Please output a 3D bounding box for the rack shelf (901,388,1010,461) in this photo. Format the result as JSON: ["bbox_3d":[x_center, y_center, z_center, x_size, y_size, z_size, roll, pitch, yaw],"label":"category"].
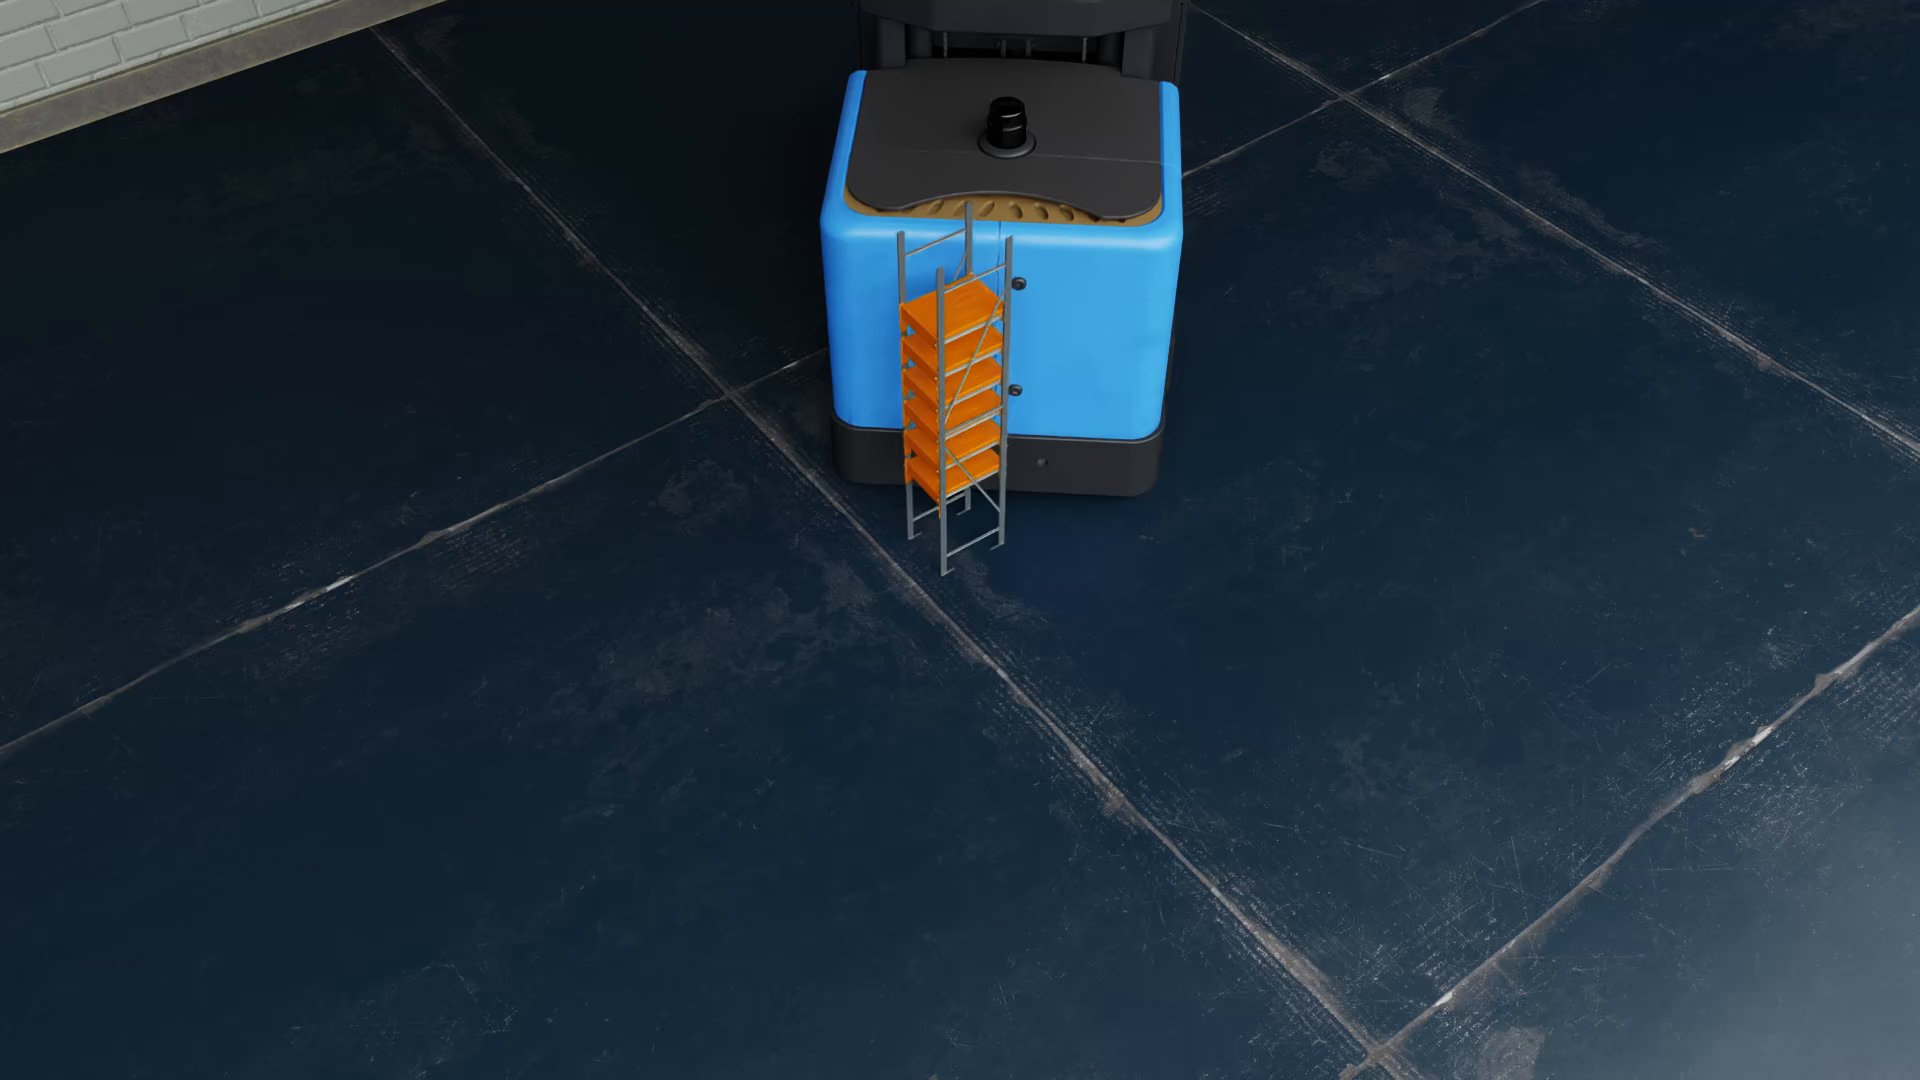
[{"bbox_3d":[-0.013,-0.367,4.833,0.258,0.103,0.180,-27,53,-23],"label":"rack shelf"}]

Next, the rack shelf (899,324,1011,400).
[{"bbox_3d":[-0.013,-0.528,4.655,0.258,0.103,0.180,-27,53,-23],"label":"rack shelf"}]

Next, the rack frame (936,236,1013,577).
[{"bbox_3d":[0.039,-0.341,4.749,0.240,1.200,0.006,-27,53,-23],"label":"rack frame"}]

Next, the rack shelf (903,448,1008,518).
[{"bbox_3d":[-0.013,-0.205,5.010,0.258,0.103,0.180,-27,53,-23],"label":"rack shelf"}]

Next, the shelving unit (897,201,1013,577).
[{"bbox_3d":[-0.013,-0.397,4.800,0.258,1.200,0.189,-27,53,-23],"label":"shelving unit"}]

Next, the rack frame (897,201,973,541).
[{"bbox_3d":[-0.066,-0.452,4.850,0.240,1.200,0.006,-27,53,-23],"label":"rack frame"}]

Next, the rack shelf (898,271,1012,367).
[{"bbox_3d":[-0.013,-0.608,4.566,0.258,0.103,0.180,-27,53,-23],"label":"rack shelf"}]

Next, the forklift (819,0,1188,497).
[{"bbox_3d":[0.211,-2.214,5.279,1.130,2.935,3.031,3,48,3],"label":"forklift"}]

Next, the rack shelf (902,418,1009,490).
[{"bbox_3d":[-0.013,-0.286,4.921,0.258,0.103,0.180,-27,53,-23],"label":"rack shelf"}]

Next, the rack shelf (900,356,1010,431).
[{"bbox_3d":[-0.013,-0.447,4.744,0.258,0.103,0.180,-27,53,-23],"label":"rack shelf"}]
